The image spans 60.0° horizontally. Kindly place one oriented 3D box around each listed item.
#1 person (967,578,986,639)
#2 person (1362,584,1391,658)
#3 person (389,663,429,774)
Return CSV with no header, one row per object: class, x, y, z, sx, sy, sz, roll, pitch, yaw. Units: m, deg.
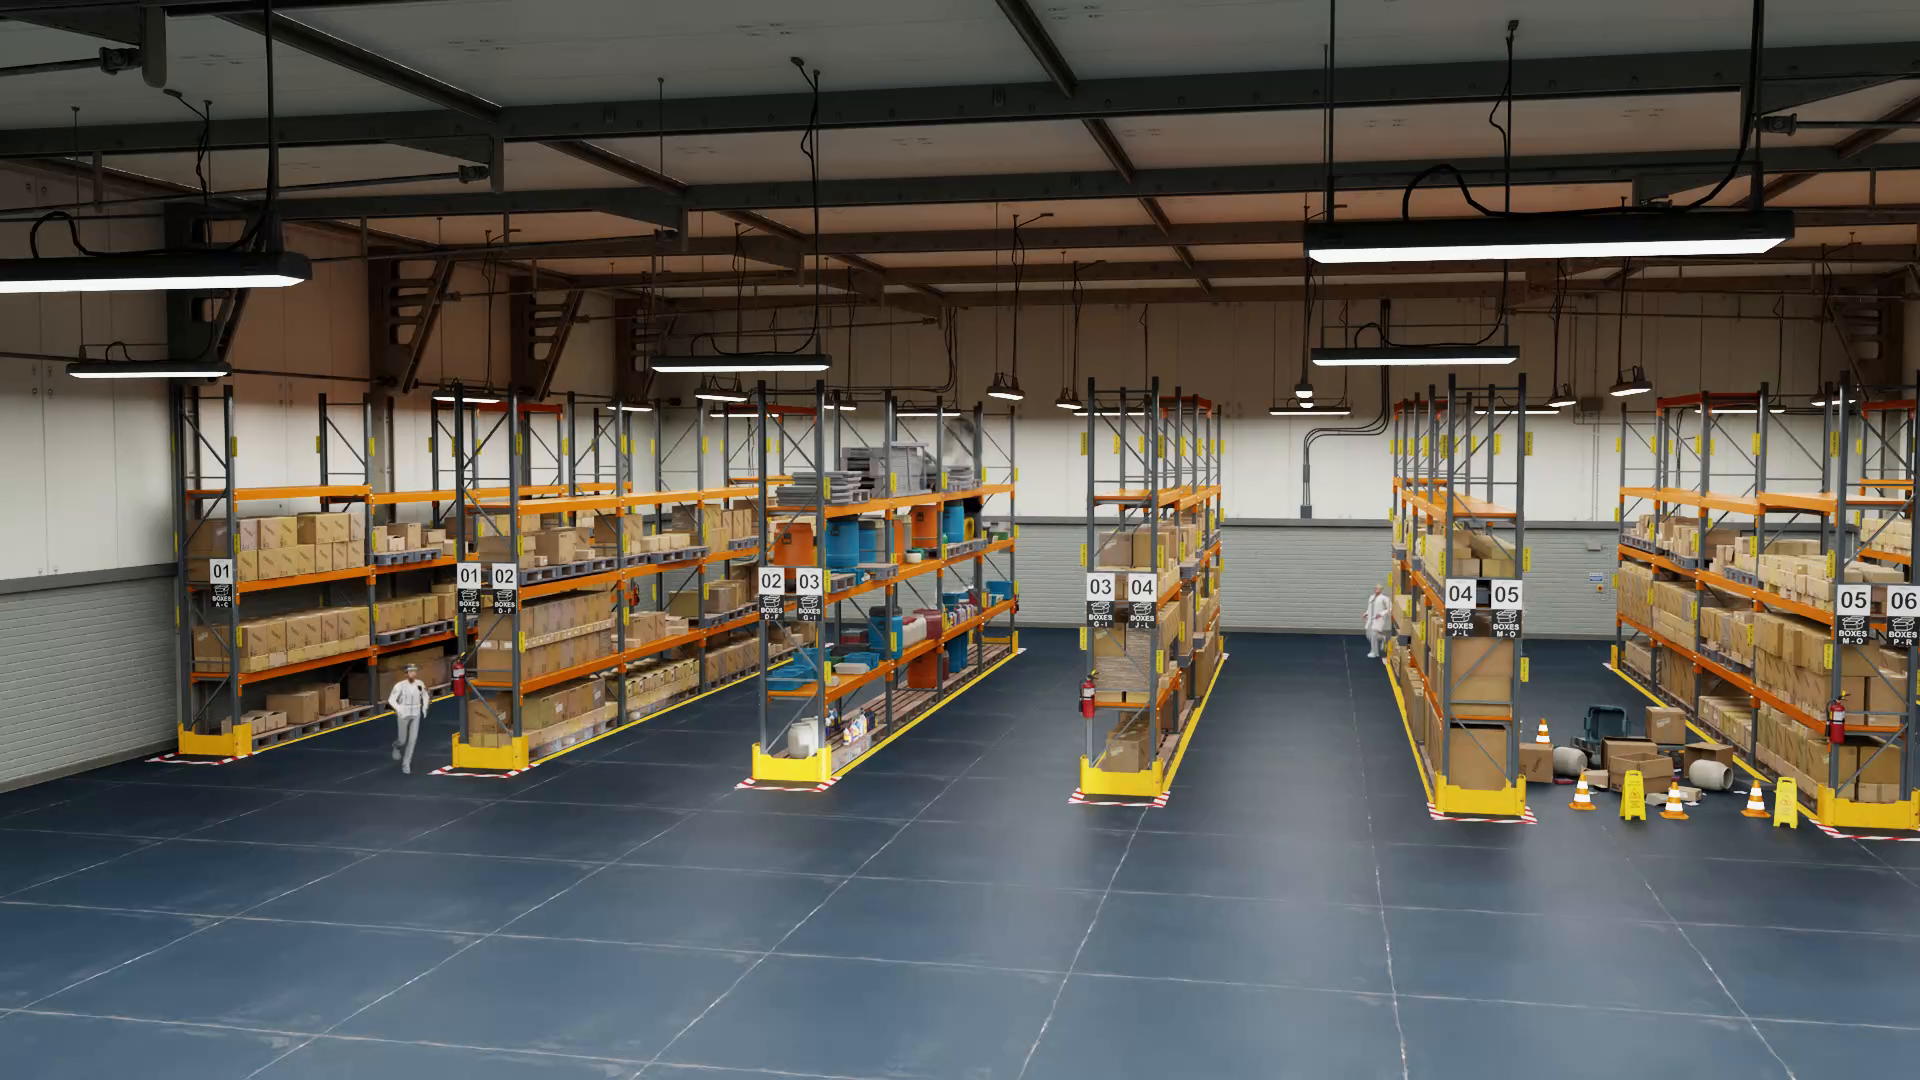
person,0.416,1.742,42.758,0.860,1.722,0.633,1,4,24
person,9.977,1.923,39.652,0.678,1.736,0.710,-2,4,-33
person,-8.552,2.739,25.856,0.643,1.685,0.749,-2,4,-35
